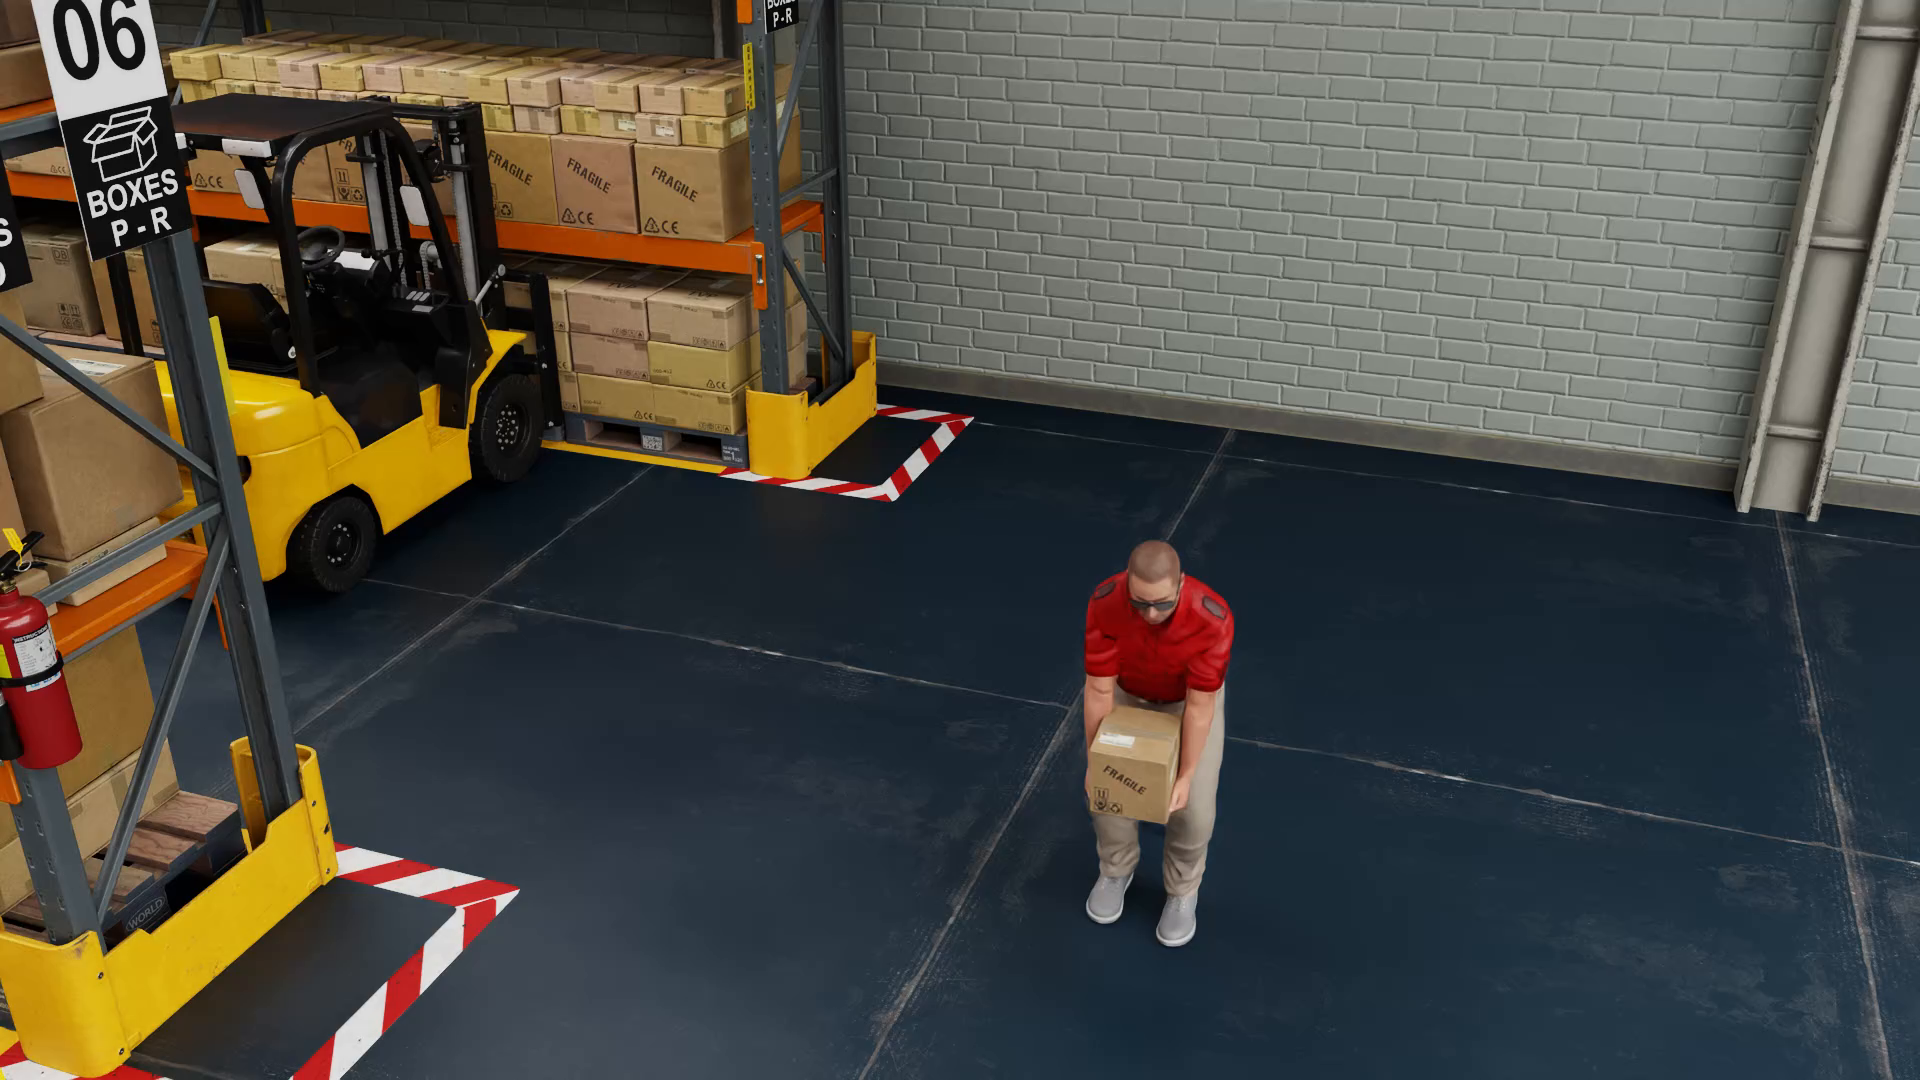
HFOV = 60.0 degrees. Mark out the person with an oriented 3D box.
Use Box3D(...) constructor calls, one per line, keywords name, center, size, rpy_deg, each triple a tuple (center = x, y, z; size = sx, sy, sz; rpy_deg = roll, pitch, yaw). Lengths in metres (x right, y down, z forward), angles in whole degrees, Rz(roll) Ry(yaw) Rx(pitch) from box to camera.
Box3D(name="person", center=(0.653, 0.603, 5.491), size=(0.482, 1.631, 0.623), rpy_deg=(8, 27, 17))
